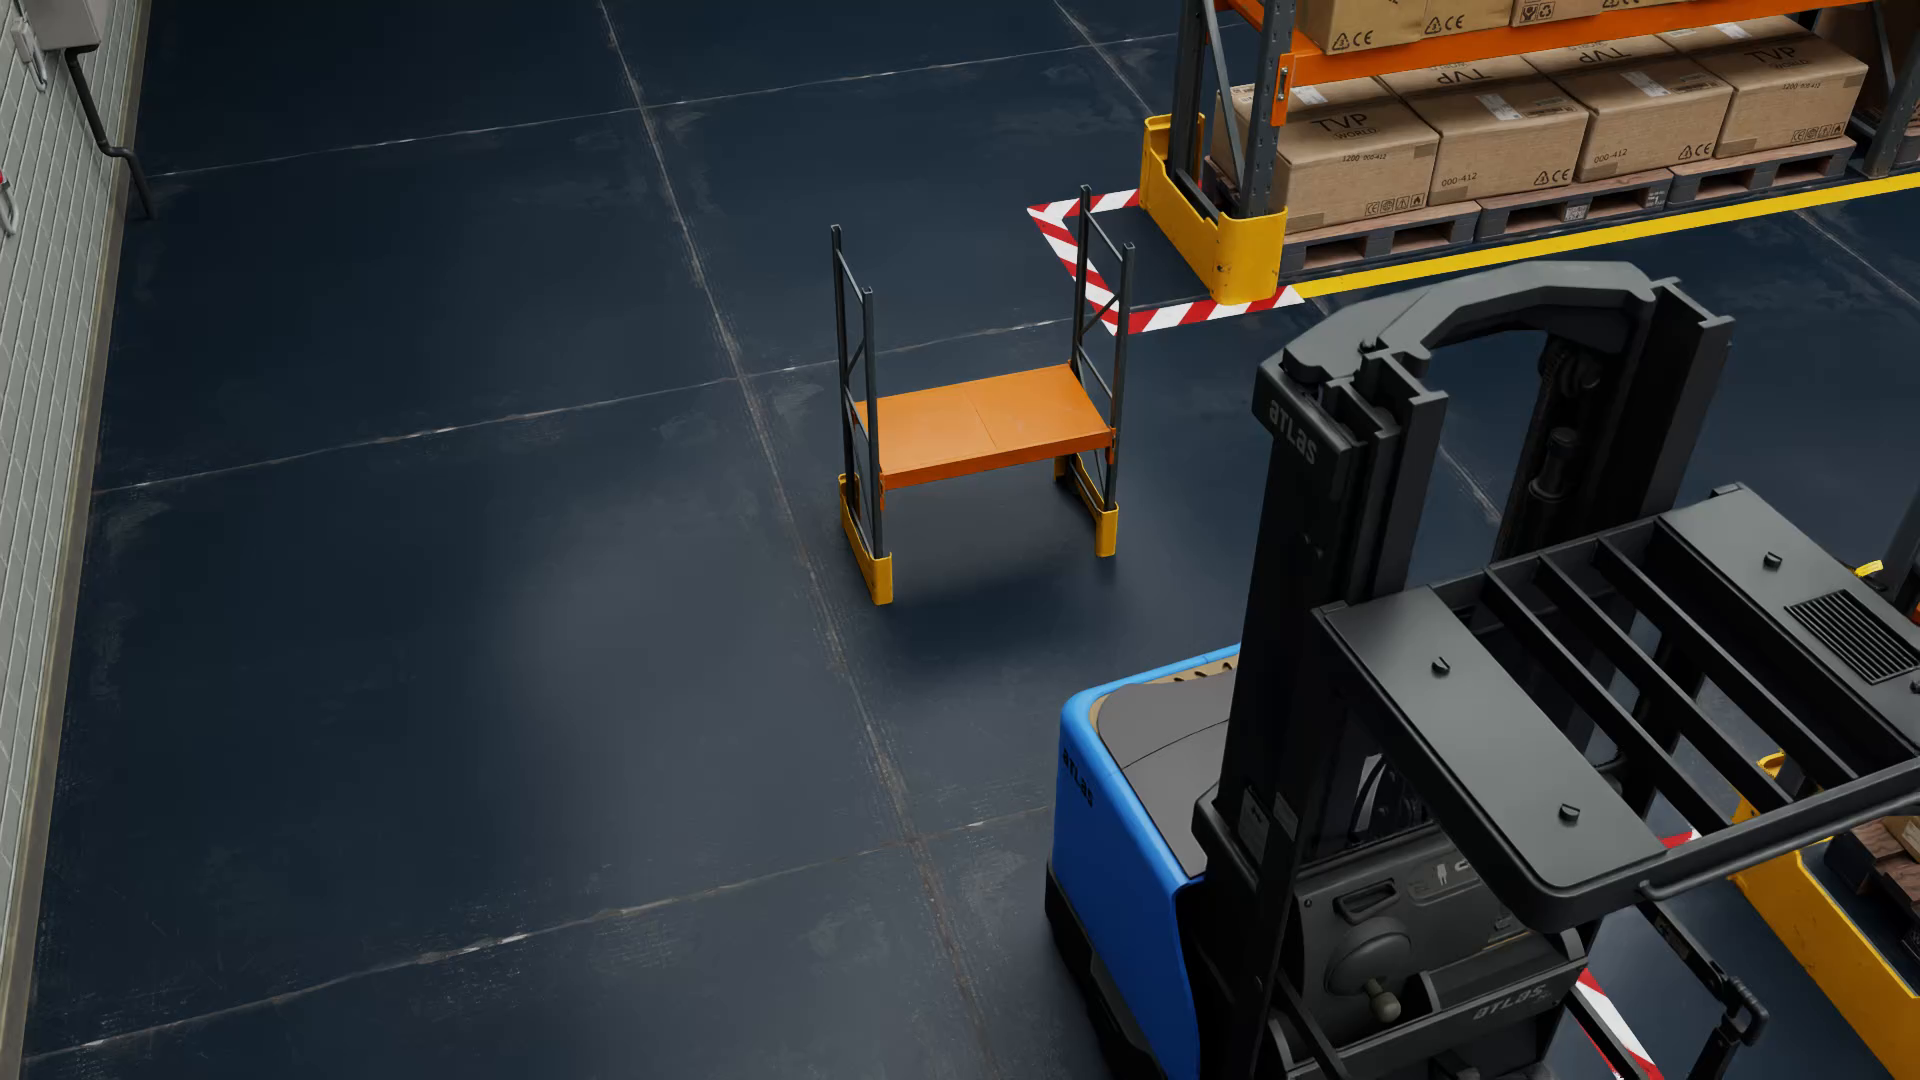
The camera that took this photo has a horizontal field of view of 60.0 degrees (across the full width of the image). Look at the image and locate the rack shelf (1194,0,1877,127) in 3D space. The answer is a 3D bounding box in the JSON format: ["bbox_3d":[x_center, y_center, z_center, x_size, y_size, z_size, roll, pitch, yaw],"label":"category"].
[{"bbox_3d":[3.267,-2.867,8.798,4.000,0.370,1.077,-12,42,-13],"label":"rack shelf"}]

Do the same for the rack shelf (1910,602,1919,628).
[{"bbox_3d":[4.850,0.220,5.265,4.000,0.370,1.077,-12,42,-13],"label":"rack shelf"}]

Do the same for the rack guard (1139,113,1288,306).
[{"bbox_3d":[1.336,-1.796,8.926,0.348,0.500,1.175,-12,42,-13],"label":"rack guard"}]

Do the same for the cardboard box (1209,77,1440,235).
[{"bbox_3d":[1.959,-2.129,9.035,0.875,0.438,0.875,-13,43,-15],"label":"cardboard box"}]

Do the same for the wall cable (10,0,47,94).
[{"bbox_3d":[-4.449,-2.883,7.498,0.122,1.984,0.588,-12,42,-13],"label":"wall cable"}]

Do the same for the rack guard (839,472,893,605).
[{"bbox_3d":[-0.402,-0.011,7.072,0.087,0.250,0.587,-12,42,-13],"label":"rack guard"}]

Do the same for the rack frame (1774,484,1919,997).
[{"bbox_3d":[2.943,0.344,4.576,0.127,3.000,1.000,-12,42,-13],"label":"rack frame"}]

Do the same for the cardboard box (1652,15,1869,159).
[{"bbox_3d":[4.543,-2.669,9.654,0.875,0.438,0.875,-12,43,-14],"label":"cardboard box"}]

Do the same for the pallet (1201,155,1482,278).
[{"bbox_3d":[2.098,-1.899,9.263,1.213,0.211,1.003,-12,42,-13],"label":"pallet"}]

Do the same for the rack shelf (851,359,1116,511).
[{"bbox_3d":[0.081,-0.446,6.894,1.000,0.185,0.538,-12,42,-13],"label":"rack shelf"}]

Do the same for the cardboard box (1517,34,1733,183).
[{"bbox_3d":[3.690,-2.492,9.451,0.875,0.438,0.875,-13,43,-14],"label":"cardboard box"}]

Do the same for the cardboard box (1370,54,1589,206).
[{"bbox_3d":[2.829,-2.315,9.248,0.875,0.438,0.875,-11,42,-12],"label":"cardboard box"}]

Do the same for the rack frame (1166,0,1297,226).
[{"bbox_3d":[1.359,-2.742,8.109,0.127,3.000,1.000,-12,42,-13],"label":"rack frame"}]

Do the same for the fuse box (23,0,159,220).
[{"bbox_3d":[-4.504,-2.475,8.782,0.414,1.711,0.539,-12,42,-13],"label":"fuse box"}]

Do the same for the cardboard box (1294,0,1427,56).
[{"bbox_3d":[1.903,-2.695,7.978,0.500,0.500,0.500,-12,43,-13],"label":"cardboard box"}]

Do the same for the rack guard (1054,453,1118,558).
[{"bbox_3d":[0.548,-0.208,7.298,0.087,0.250,0.587,-12,42,-13],"label":"rack guard"}]

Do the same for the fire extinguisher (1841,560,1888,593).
[{"bbox_3d":[2.564,0.274,4.999,0.183,0.674,0.296,-12,42,-13],"label":"fire extinguisher"}]

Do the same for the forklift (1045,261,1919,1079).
[{"bbox_3d":[1.313,0.963,3.920,1.130,2.935,3.031,-15,43,-16],"label":"forklift"}]

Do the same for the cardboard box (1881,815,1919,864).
[{"bbox_3d":[3.382,1.025,5.645,0.250,0.149,0.380,-11,42,-12],"label":"cardboard box"}]

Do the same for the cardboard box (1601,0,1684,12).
[{"bbox_3d":[3.341,-3.011,8.340,0.500,0.500,0.500,-10,42,-12],"label":"cardboard box"}]

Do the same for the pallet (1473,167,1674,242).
[{"bbox_3d":[3.260,-2.138,9.537,1.213,0.211,1.003,-12,42,-13],"label":"pallet"}]

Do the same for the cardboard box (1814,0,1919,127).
[{"bbox_3d":[5.742,-3.063,9.772,0.875,0.875,0.875,-10,42,-12],"label":"cardboard box"}]

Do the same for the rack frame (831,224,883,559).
[{"bbox_3d":[-0.403,-0.481,6.661,0.032,1.500,0.500,-12,42,-13],"label":"rack frame"}]

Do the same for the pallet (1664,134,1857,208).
[{"bbox_3d":[4.426,-2.381,9.815,1.213,0.211,1.003,-12,42,-13],"label":"pallet"}]

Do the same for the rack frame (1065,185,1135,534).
[{"bbox_3d":[0.566,-0.682,6.891,0.032,1.500,0.500,-12,42,-13],"label":"rack frame"}]

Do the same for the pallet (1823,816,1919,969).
[{"bbox_3d":[3.801,1.241,5.669,1.213,0.211,1.003,-12,42,-13],"label":"pallet"}]

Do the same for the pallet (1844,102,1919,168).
[{"bbox_3d":[5.888,-2.682,10.160,1.213,0.211,1.003,-12,42,-13],"label":"pallet"}]

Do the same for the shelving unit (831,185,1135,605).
[{"bbox_3d":[0.073,-0.580,6.774,1.083,1.500,0.587,-12,42,-13],"label":"shelving unit"}]

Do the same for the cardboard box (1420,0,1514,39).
[{"bbox_3d":[2.377,-2.812,8.113,0.500,0.500,0.500,-12,43,-14],"label":"cardboard box"}]

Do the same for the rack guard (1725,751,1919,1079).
[{"bbox_3d":[3.015,1.271,5.416,0.348,0.500,1.175,-12,42,-13],"label":"rack guard"}]

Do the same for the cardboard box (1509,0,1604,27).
[{"bbox_3d":[2.868,-2.901,8.215,0.500,0.500,0.500,-12,43,-13],"label":"cardboard box"}]

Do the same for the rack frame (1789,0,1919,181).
[{"bbox_3d":[5.175,-3.533,9.014,0.127,3.000,1.000,-12,42,-13],"label":"rack frame"}]

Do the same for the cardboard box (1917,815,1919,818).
[{"bbox_3d":[3.360,0.864,5.602,0.250,0.149,0.380,-13,43,-14],"label":"cardboard box"}]

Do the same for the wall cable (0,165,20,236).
[{"bbox_3d":[-4.012,-2.008,6.472,0.123,1.953,0.585,-12,42,-13],"label":"wall cable"}]
